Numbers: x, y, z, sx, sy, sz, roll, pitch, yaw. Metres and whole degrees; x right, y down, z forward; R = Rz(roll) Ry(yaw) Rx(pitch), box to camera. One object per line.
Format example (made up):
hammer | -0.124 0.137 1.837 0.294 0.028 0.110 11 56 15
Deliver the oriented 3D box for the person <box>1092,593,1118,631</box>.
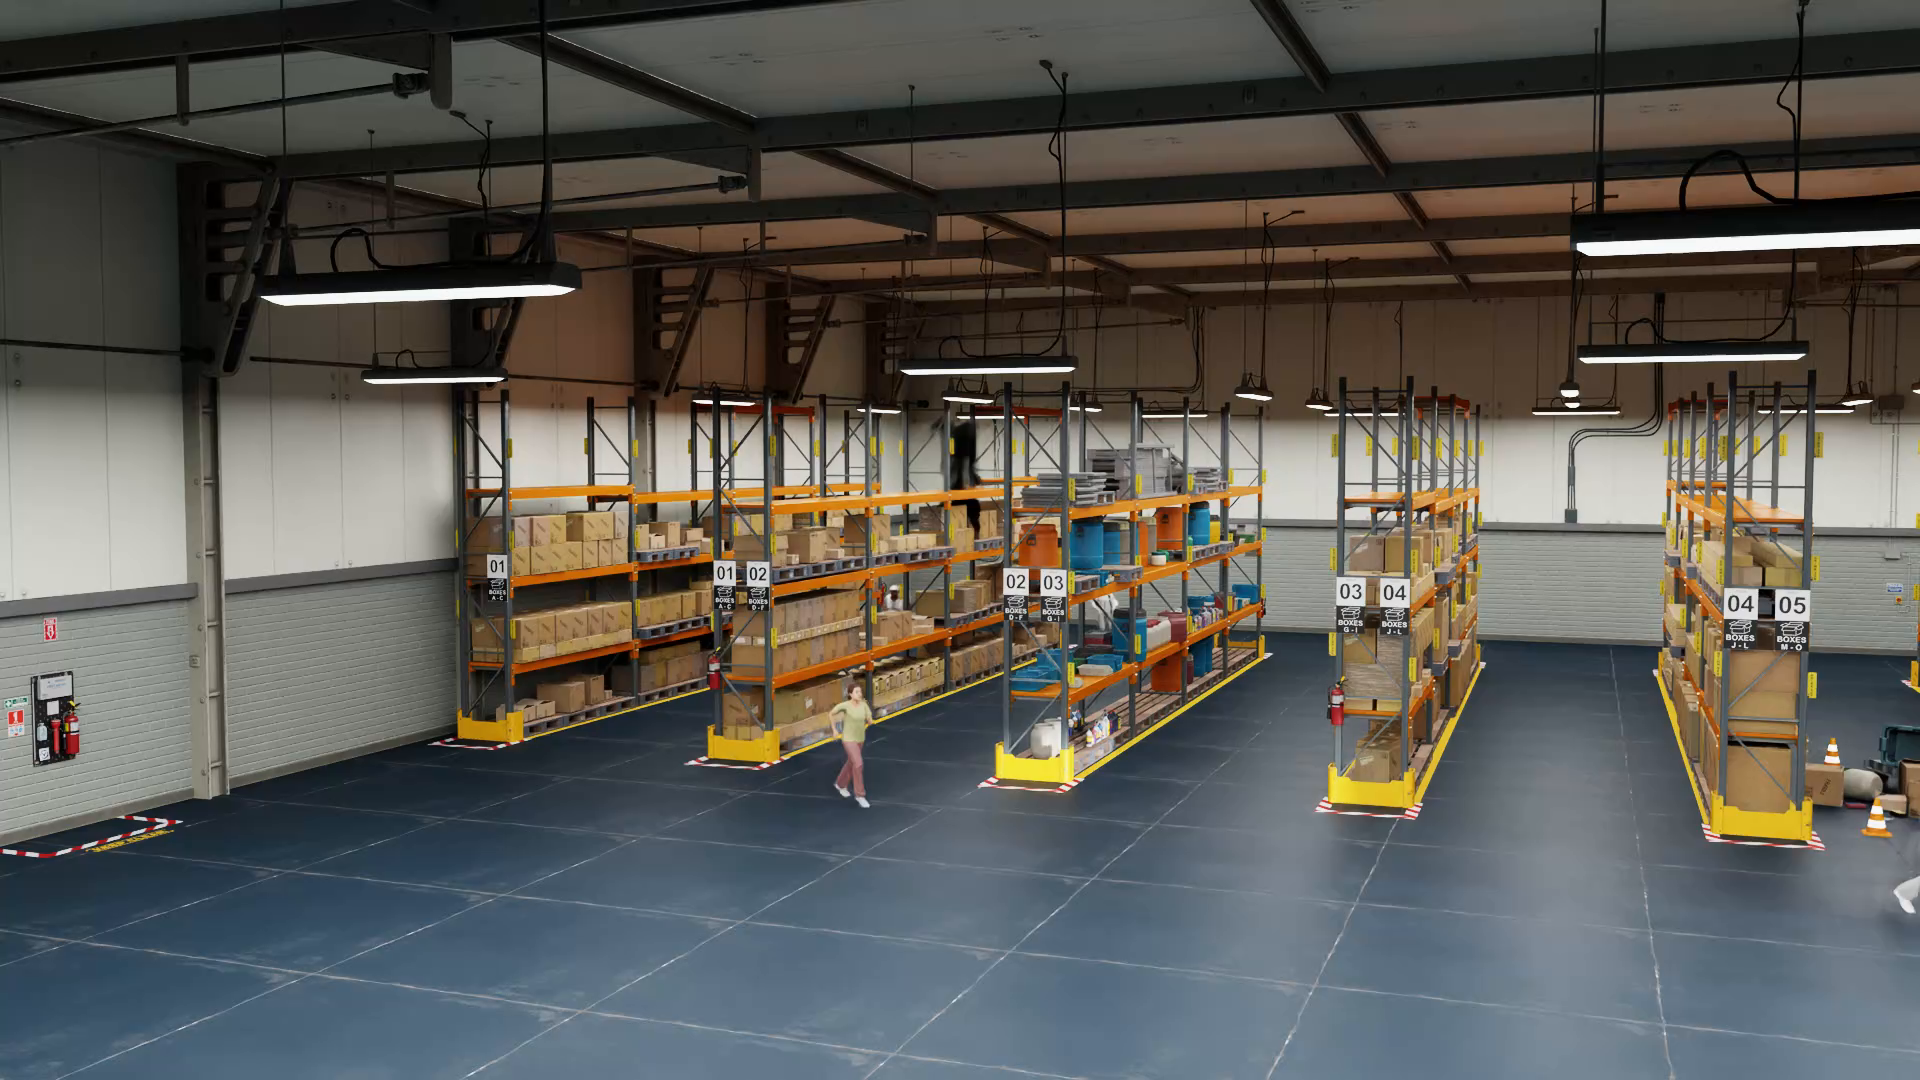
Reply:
person | 3.670 1.862 42.120 0.657 1.644 0.501 0 3 3

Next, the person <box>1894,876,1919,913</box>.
person | 10.288 3.265 17.371 0.600 1.624 1.004 -2 4 -34

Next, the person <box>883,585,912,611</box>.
person | -1.546 1.851 40.199 0.673 1.540 0.695 1 3 16

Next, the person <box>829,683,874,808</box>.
person | -1.516 2.862 23.432 0.549 1.713 0.854 -3 4 -43
